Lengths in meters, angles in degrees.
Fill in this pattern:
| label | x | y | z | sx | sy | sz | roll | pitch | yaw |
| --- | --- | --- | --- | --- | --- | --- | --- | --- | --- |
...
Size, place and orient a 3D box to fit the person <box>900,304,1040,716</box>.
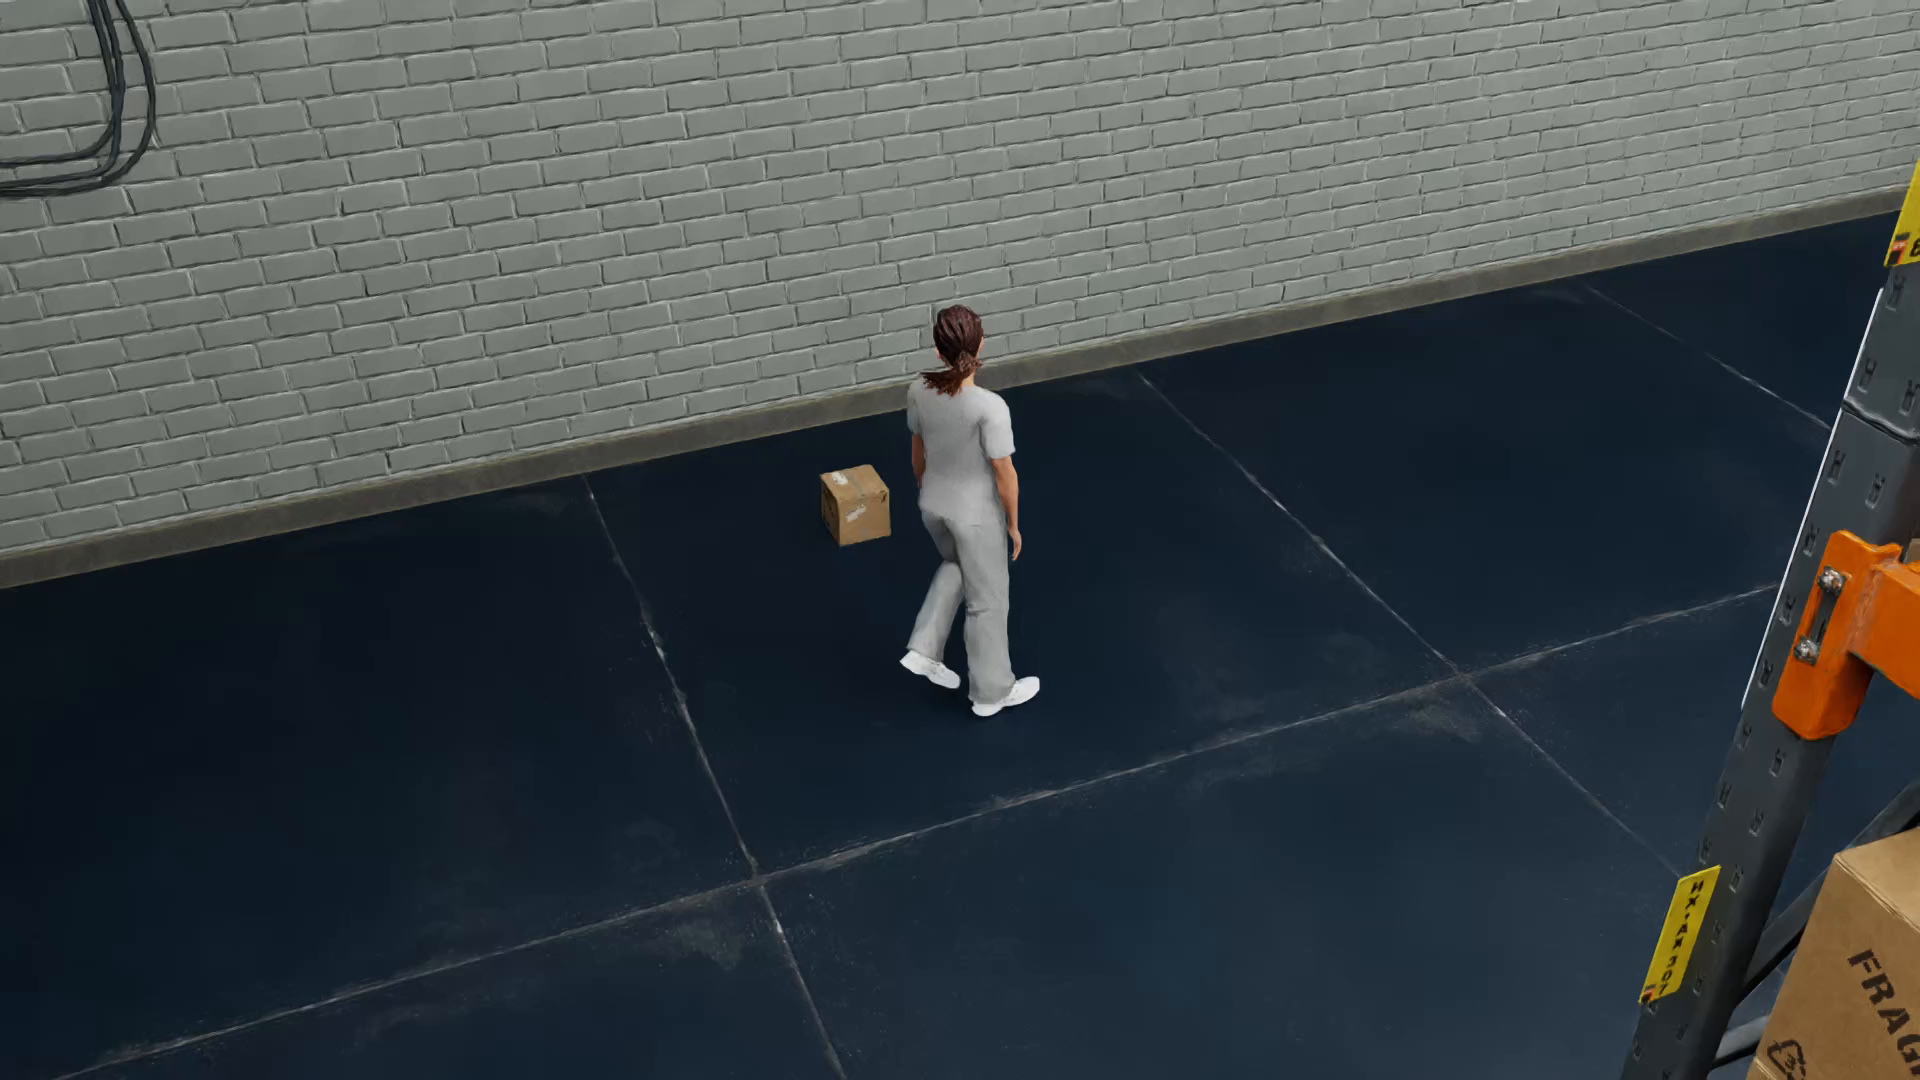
| label | x | y | z | sx | sy | sz | roll | pitch | yaw |
| --- | --- | --- | --- | --- | --- | --- | --- | --- | --- |
| person | -0.007 | -0.083 | 6.250 | 0.538 | 1.660 | 0.501 | 25 | 41 | 32 |
